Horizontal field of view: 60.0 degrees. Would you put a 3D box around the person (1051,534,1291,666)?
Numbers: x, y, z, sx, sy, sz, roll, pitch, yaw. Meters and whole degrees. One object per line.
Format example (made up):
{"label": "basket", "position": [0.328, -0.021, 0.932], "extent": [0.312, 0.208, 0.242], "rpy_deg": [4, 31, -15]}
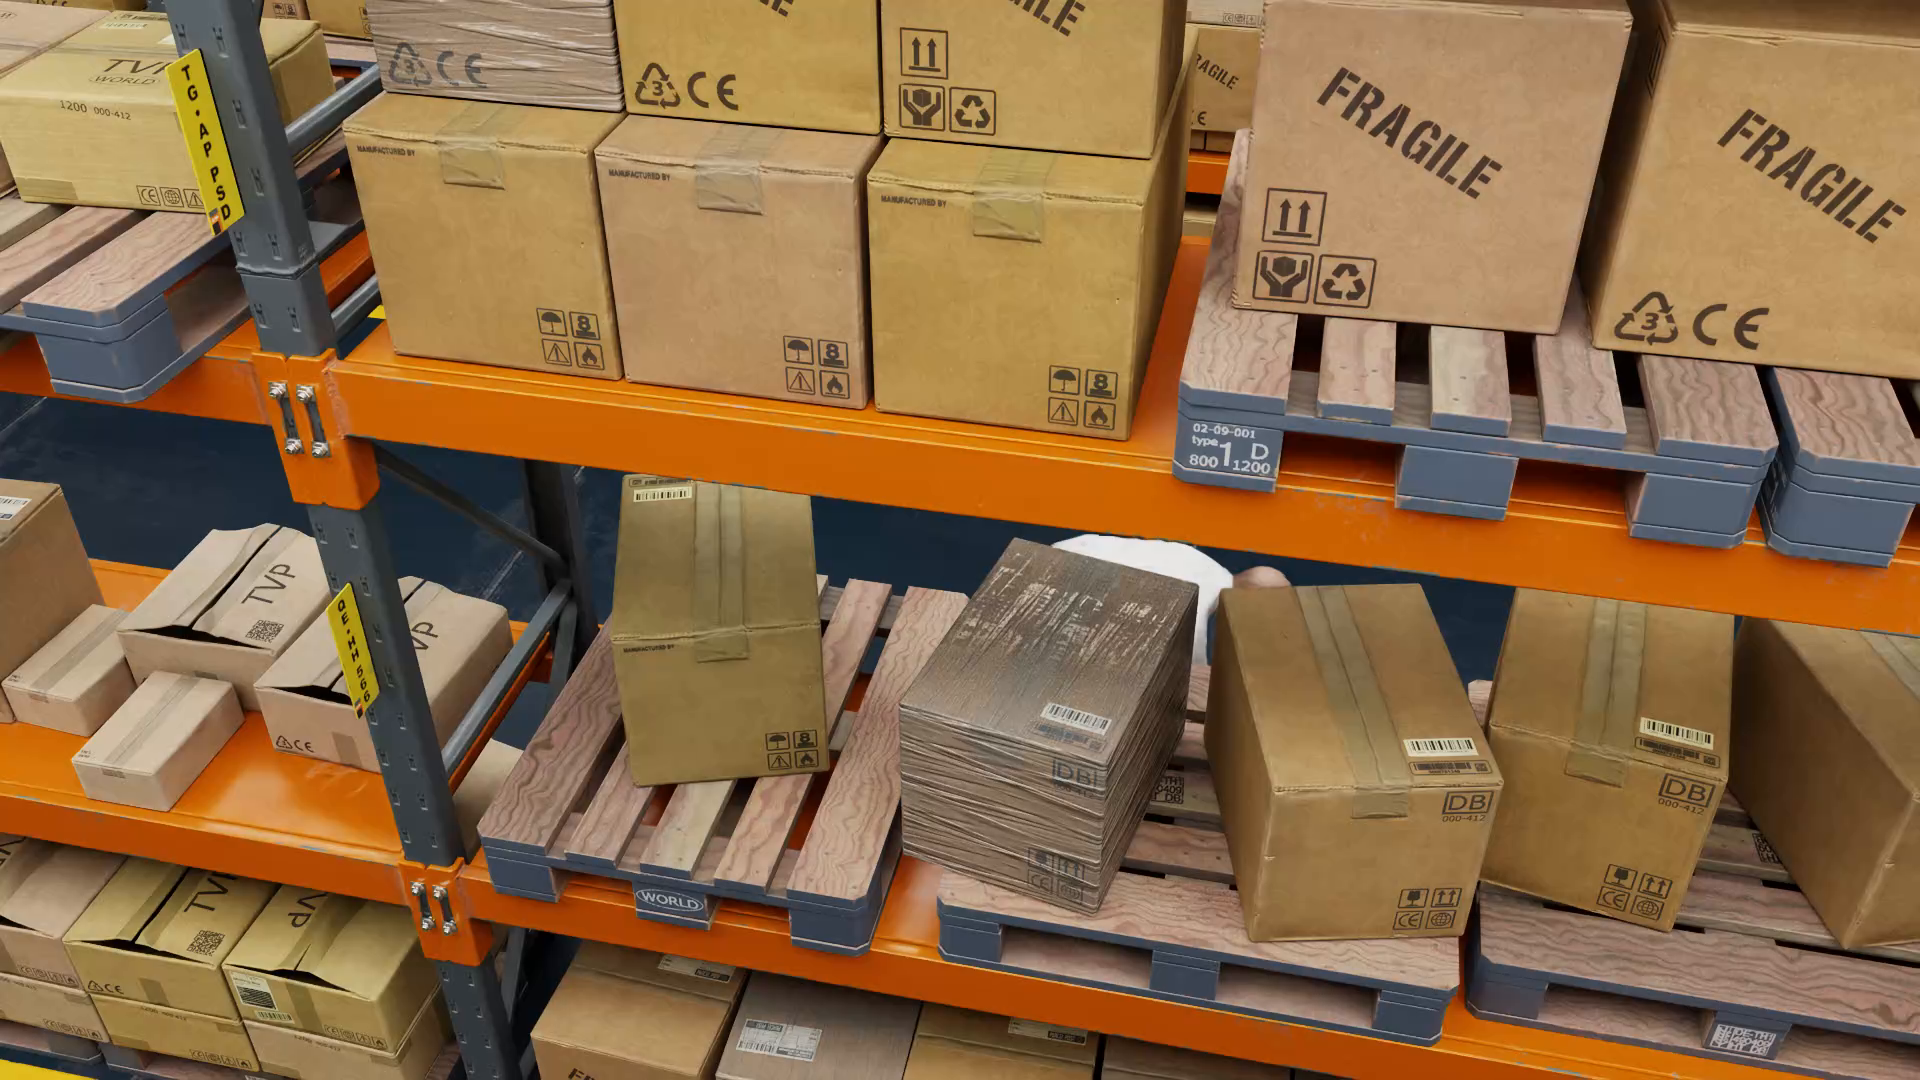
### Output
{"label": "person", "position": [0.668, 0.511, 6.002], "extent": [0.948, 1.140, 0.568], "rpy_deg": [6, 37, 8]}
